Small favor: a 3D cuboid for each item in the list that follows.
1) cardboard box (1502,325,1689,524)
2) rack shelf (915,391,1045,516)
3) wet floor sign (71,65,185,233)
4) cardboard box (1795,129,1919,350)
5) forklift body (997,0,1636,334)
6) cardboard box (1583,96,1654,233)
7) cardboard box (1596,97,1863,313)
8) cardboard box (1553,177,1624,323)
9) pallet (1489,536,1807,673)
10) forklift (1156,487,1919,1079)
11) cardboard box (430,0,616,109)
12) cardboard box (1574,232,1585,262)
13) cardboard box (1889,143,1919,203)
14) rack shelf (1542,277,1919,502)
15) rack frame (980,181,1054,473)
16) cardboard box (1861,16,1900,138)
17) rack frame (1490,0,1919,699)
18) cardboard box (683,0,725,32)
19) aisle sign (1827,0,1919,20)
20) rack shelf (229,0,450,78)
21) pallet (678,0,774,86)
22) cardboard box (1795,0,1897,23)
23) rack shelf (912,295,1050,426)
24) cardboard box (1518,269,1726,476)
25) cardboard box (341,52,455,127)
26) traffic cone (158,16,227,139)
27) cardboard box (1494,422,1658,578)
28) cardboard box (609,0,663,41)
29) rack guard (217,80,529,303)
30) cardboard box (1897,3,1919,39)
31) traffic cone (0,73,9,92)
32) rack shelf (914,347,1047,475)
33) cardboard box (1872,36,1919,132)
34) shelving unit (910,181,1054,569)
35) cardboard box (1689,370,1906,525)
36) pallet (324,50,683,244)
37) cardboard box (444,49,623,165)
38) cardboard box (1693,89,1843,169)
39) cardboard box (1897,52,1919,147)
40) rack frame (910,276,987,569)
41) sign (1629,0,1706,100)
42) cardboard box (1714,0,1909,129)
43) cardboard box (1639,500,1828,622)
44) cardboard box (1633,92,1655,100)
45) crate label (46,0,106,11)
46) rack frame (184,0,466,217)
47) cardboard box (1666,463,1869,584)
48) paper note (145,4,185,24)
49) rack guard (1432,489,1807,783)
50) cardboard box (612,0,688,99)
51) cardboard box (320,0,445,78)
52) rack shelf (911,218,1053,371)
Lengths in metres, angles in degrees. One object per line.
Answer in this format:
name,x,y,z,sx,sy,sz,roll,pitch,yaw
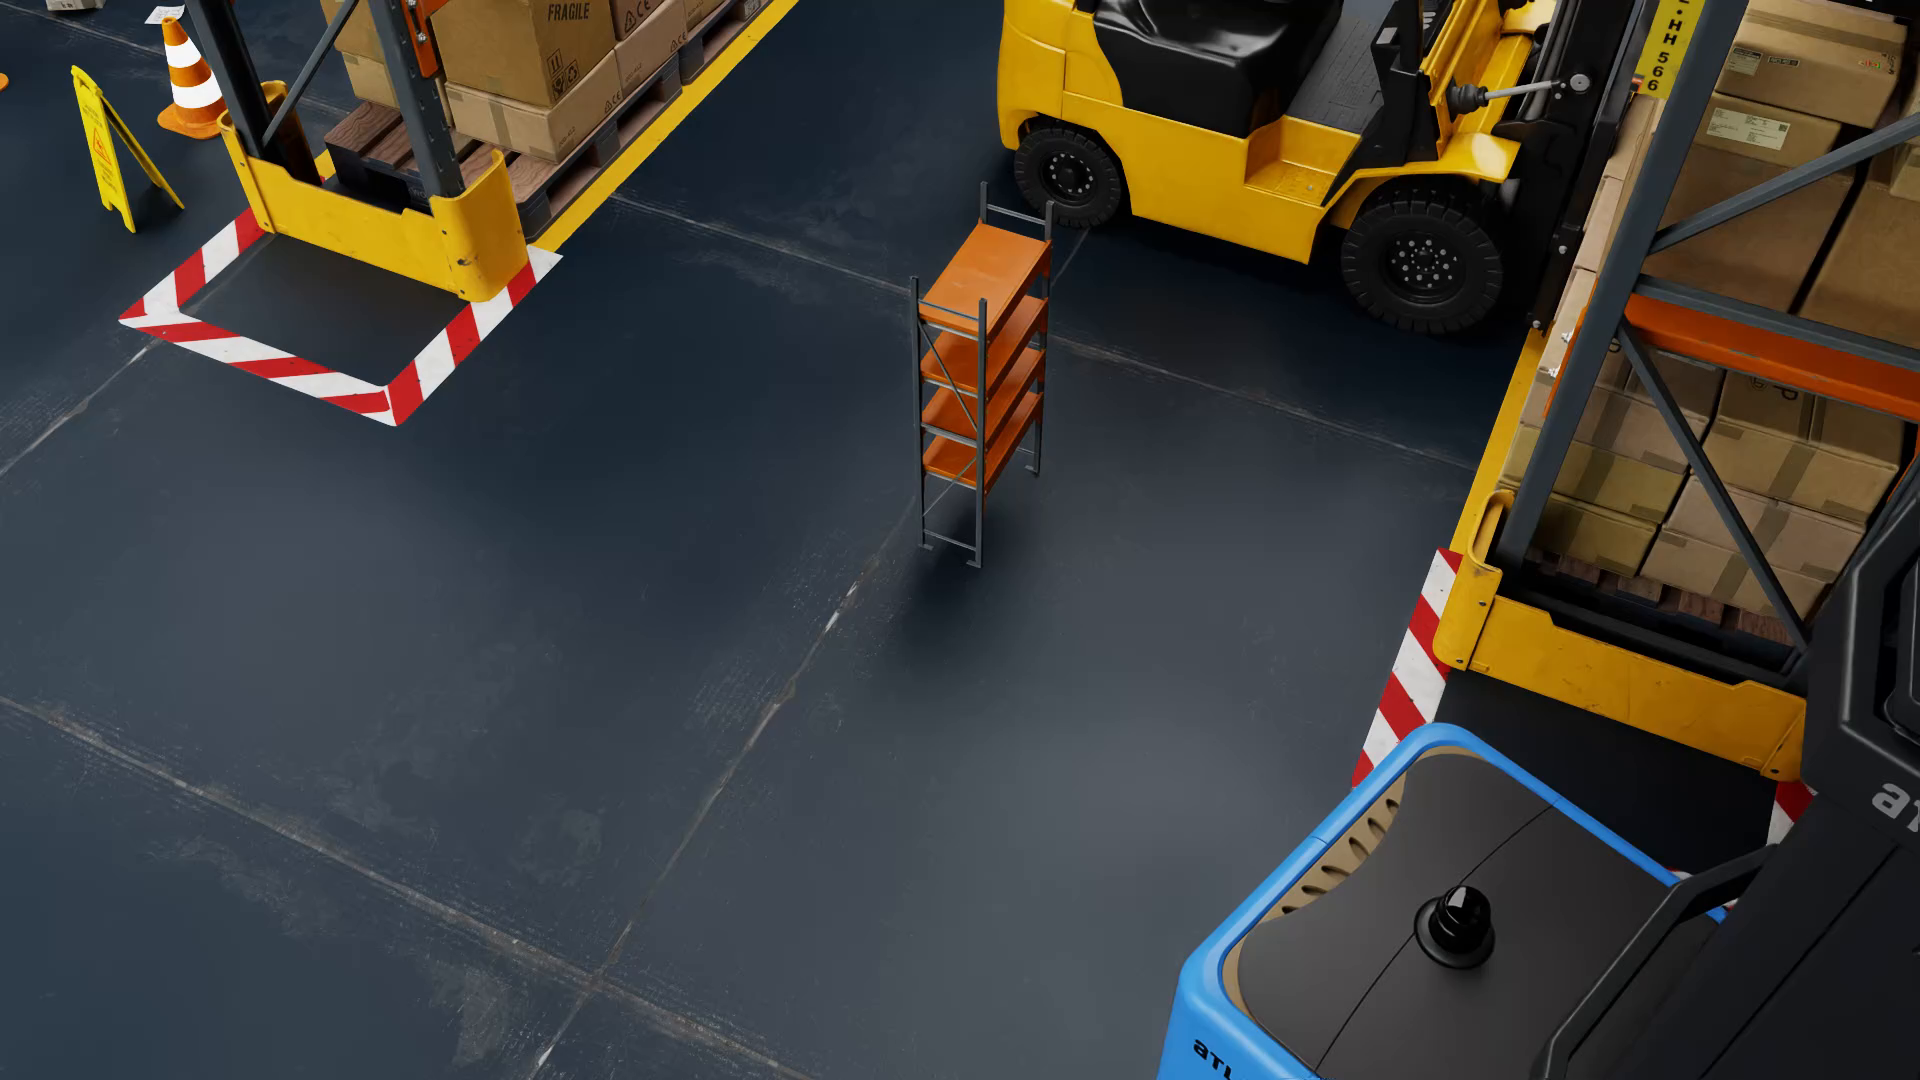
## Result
cardboard box,2.062,-0.377,5.303,0.500,0.250,0.500,19,52,16
rack shelf,0.071,-0.331,5.592,0.258,0.148,0.480,20,52,16
wet floor sign,-3.401,-1.600,6.688,0.232,0.644,0.267,-37,59,-27
cardboard box,2.600,-0.816,4.409,0.500,0.500,0.500,21,53,17
forklift body,1.298,-2.157,6.173,2.313,2.155,1.214,20,52,16
cardboard box,2.471,-1.225,5.696,0.500,0.250,0.500,20,53,17
cardboard box,2.110,-0.990,4.557,0.500,0.500,0.500,19,52,15
cardboard box,2.265,-0.874,5.397,0.500,0.250,0.500,21,53,17
pallet,2.426,-0.170,5.756,1.003,0.211,1.213,20,52,16
forklift,1.852,1.214,2.793,1.130,2.935,3.031,-37,59,-27
cardboard box,-1.748,-2.116,6.618,0.500,0.500,0.500,18,52,15
cardboard box,2.488,-1.081,5.902,0.500,0.250,0.500,19,52,15
cardboard box,2.517,-0.925,4.076,0.380,0.149,0.250,19,52,15
rack shelf,2.992,-1.677,5.680,1.077,0.370,4.000,20,52,16
rack frame,0.175,-0.671,5.533,0.240,1.200,0.015,20,52,16
cardboard box,2.802,-1.182,4.721,0.500,0.500,0.500,21,53,17
rack frame,2.137,-0.533,4.234,1.000,3.000,0.127,20,52,16
cardboard box,-1.311,-2.585,7.510,0.500,0.250,0.500,23,53,18
aisle sign,1.843,-1.426,3.287,0.394,0.787,0.004,20,52,16
rack shelf,-1.498,-3.289,7.052,1.077,0.370,4.000,20,52,16
pallet,-1.418,-2.679,7.891,1.003,0.211,1.213,20,52,16
cardboard box,2.177,-1.367,4.257,0.380,0.149,0.250,20,52,16
rack shelf,0.071,-0.604,5.271,0.258,0.148,0.480,20,52,16
cardboard box,2.052,-0.521,5.097,0.500,0.250,0.500,21,53,17
cardboard box,-2.240,-2.051,7.055,0.500,0.250,0.500,20,52,16
traffic cone,-3.335,-2.039,7.181,0.336,0.463,0.334,20,52,16
cardboard box,2.052,-0.204,5.484,0.500,0.250,0.500,20,53,16
cardboard box,-1.529,-2.477,6.925,0.500,0.500,0.500,18,52,15
rack guard,-2.320,-1.388,6.603,1.175,0.500,0.348,20,52,16
cardboard box,2.679,-1.288,4.385,0.380,0.149,0.250,19,52,15
traffic cone,-4.484,-2.166,7.289,0.336,0.463,0.334,20,52,16
rack shelf,0.071,-0.459,5.441,0.258,0.148,0.480,20,52,16
cardboard box,2.564,-1.115,4.238,0.380,0.149,0.250,20,52,16
shelving unit,0.071,-0.503,5.390,0.258,1.200,0.503,20,52,16
cardboard box,2.514,-0.371,4.970,0.500,0.250,0.500,19,52,16
pallet,-1.941,-1.842,7.179,1.003,0.211,1.213,20,52,16
cardboard box,-1.758,-1.856,6.889,0.500,0.250,0.500,19,52,16
cardboard box,2.032,-1.105,4.230,0.380,0.149,0.250,21,53,17
cardboard box,2.474,-1.034,3.973,0.380,0.149,0.250,19,52,15
rack frame,-0.034,-0.335,5.247,0.240,1.200,0.015,20,52,16
sign,1.652,-1.171,3.861,0.100,0.325,0.005,20,52,16
cardboard box,2.100,-1.187,4.104,0.380,0.149,0.250,20,52,16
cardboard box,2.524,-0.053,5.355,0.500,0.250,0.500,20,52,16
cardboard box,2.695,-1.571,5.991,0.500,0.250,0.500,19,52,15
crate label,-4.204,-2.622,7.891,0.250,0.136,0.298,-4,50,-3
rack frame,-2.352,-2.145,5.606,1.000,3.000,0.127,20,52,16
cardboard box,2.526,-0.196,5.149,0.500,0.250,0.500,21,53,17
paper note,-3.748,-2.482,7.842,0.148,0.019,0.142,4,50,3
rack guard,2.127,0.294,5.172,1.175,0.500,0.348,20,52,16
cardboard box,-1.533,-2.205,7.186,0.500,0.250,0.500,22,53,17
cardboard box,-2.246,-2.270,6.749,0.500,0.500,0.500,20,53,16
rack shelf,0.071,-0.758,5.091,0.258,0.148,0.480,20,52,16
